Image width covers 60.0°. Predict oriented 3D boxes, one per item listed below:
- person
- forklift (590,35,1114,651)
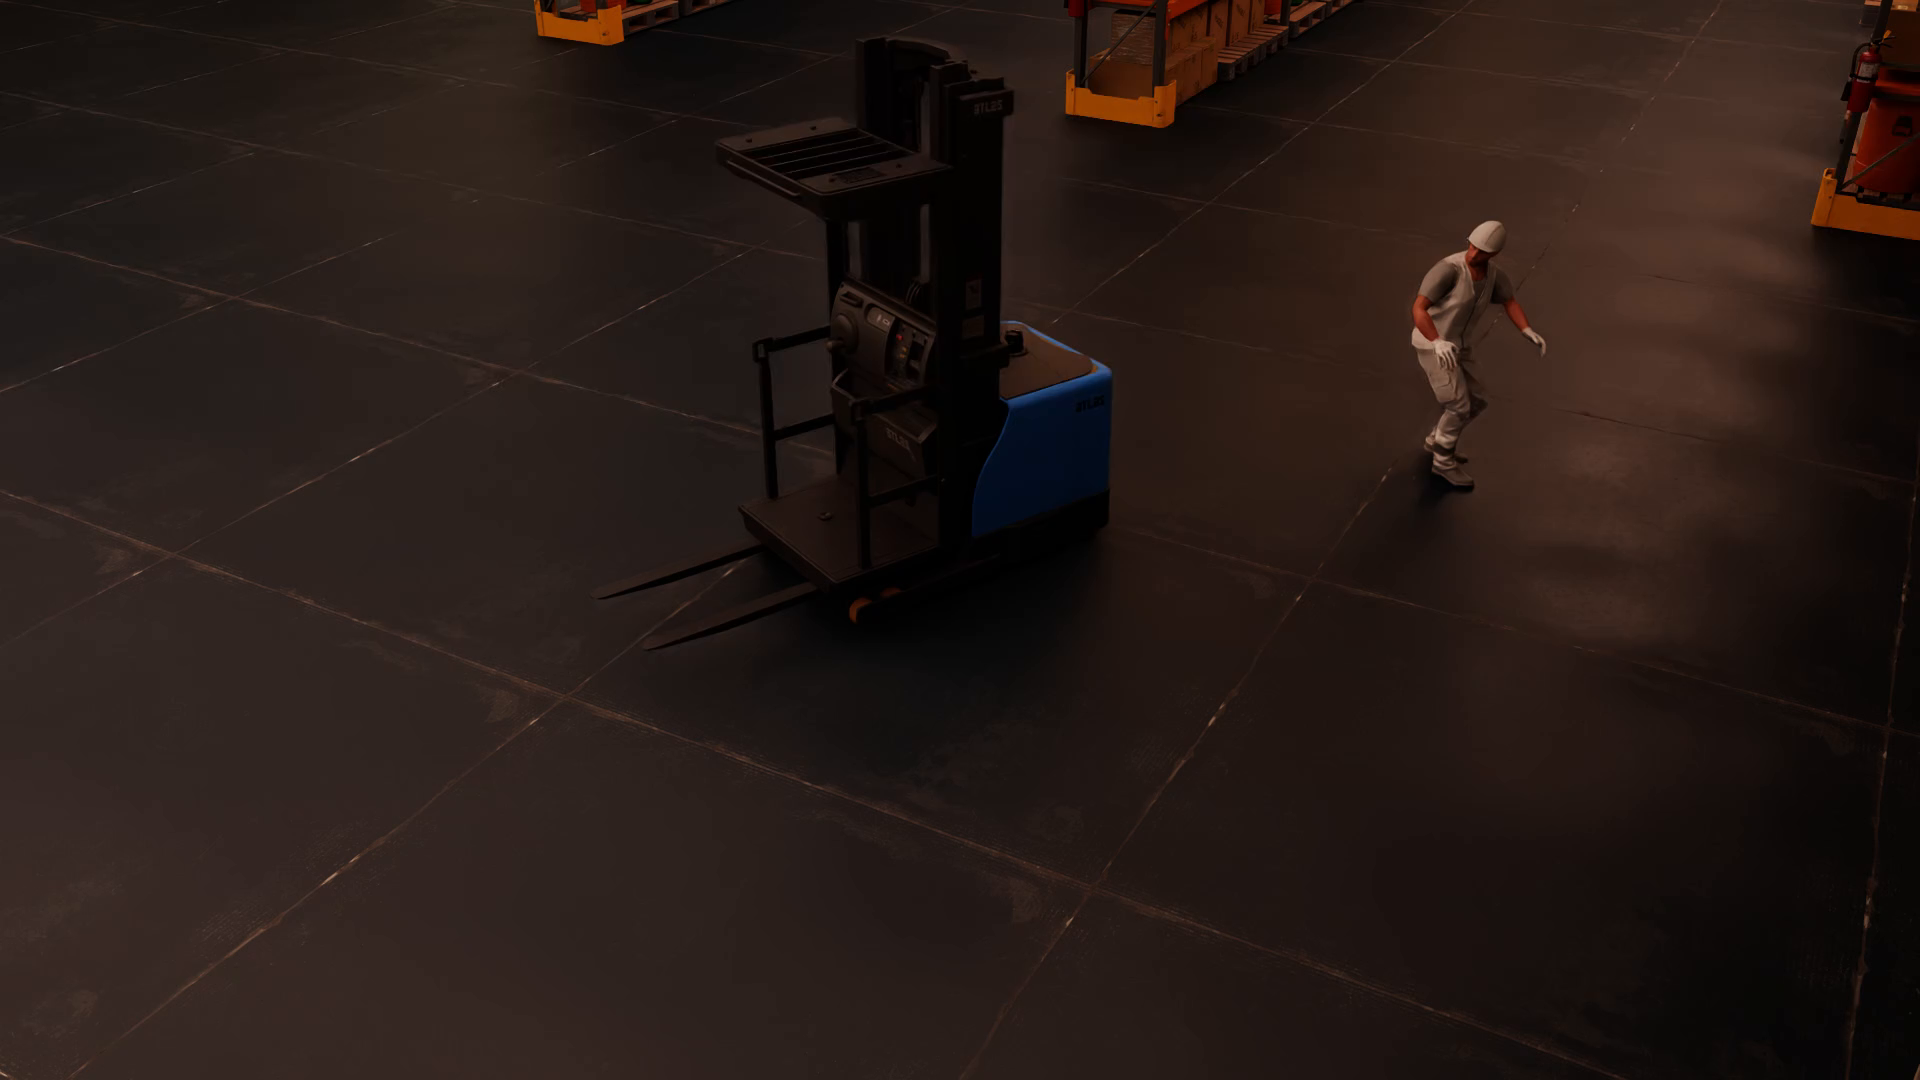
[{"bbox_3d":[3.169,-1.143,10.303,0.802,1.706,0.703,-23,37,-34],"label":"person"},{"bbox_3d":[-0.591,-1.086,8.952,3.031,2.935,1.130,-20,35,-30],"label":"forklift"}]
